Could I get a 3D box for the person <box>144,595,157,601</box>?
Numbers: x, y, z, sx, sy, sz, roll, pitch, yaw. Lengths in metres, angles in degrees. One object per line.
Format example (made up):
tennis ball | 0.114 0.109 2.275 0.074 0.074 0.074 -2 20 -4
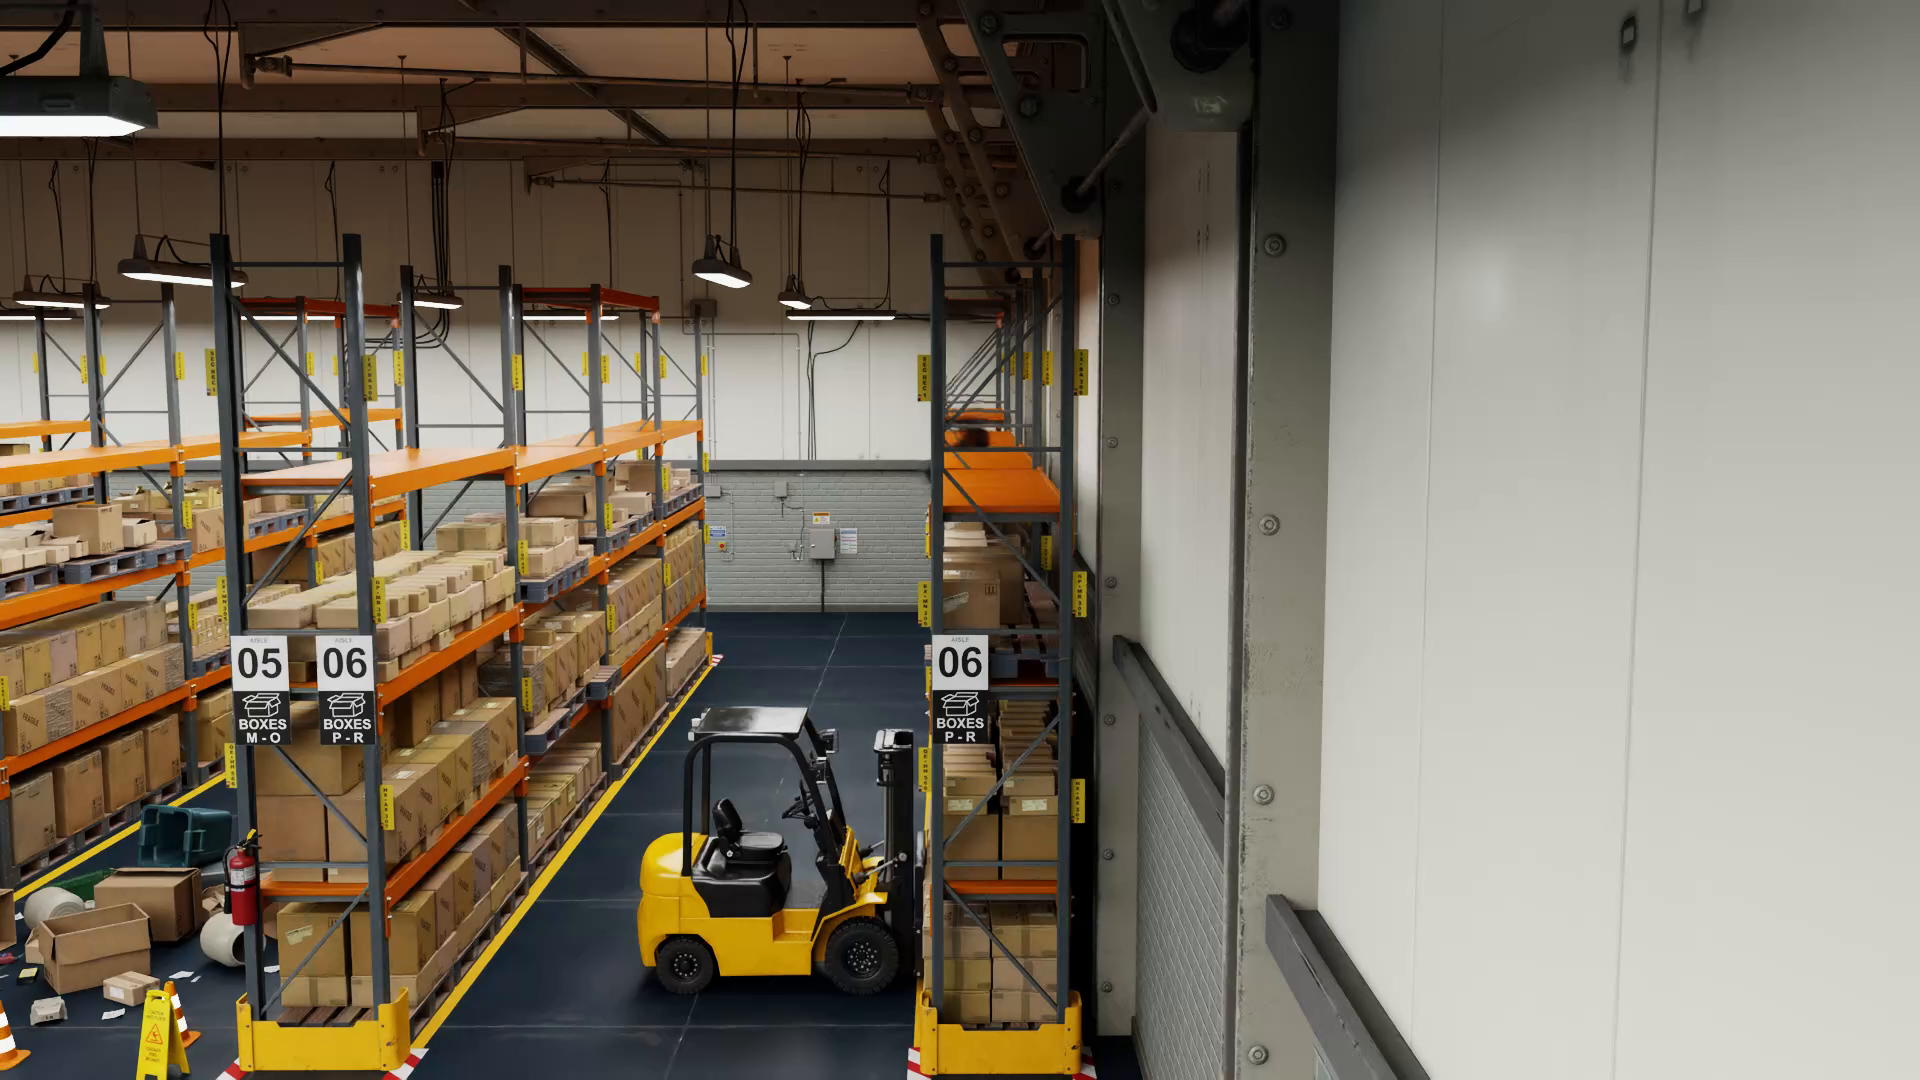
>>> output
person | -11.430 1.680 23.565 0.730 1.787 1.052 1 6 5
